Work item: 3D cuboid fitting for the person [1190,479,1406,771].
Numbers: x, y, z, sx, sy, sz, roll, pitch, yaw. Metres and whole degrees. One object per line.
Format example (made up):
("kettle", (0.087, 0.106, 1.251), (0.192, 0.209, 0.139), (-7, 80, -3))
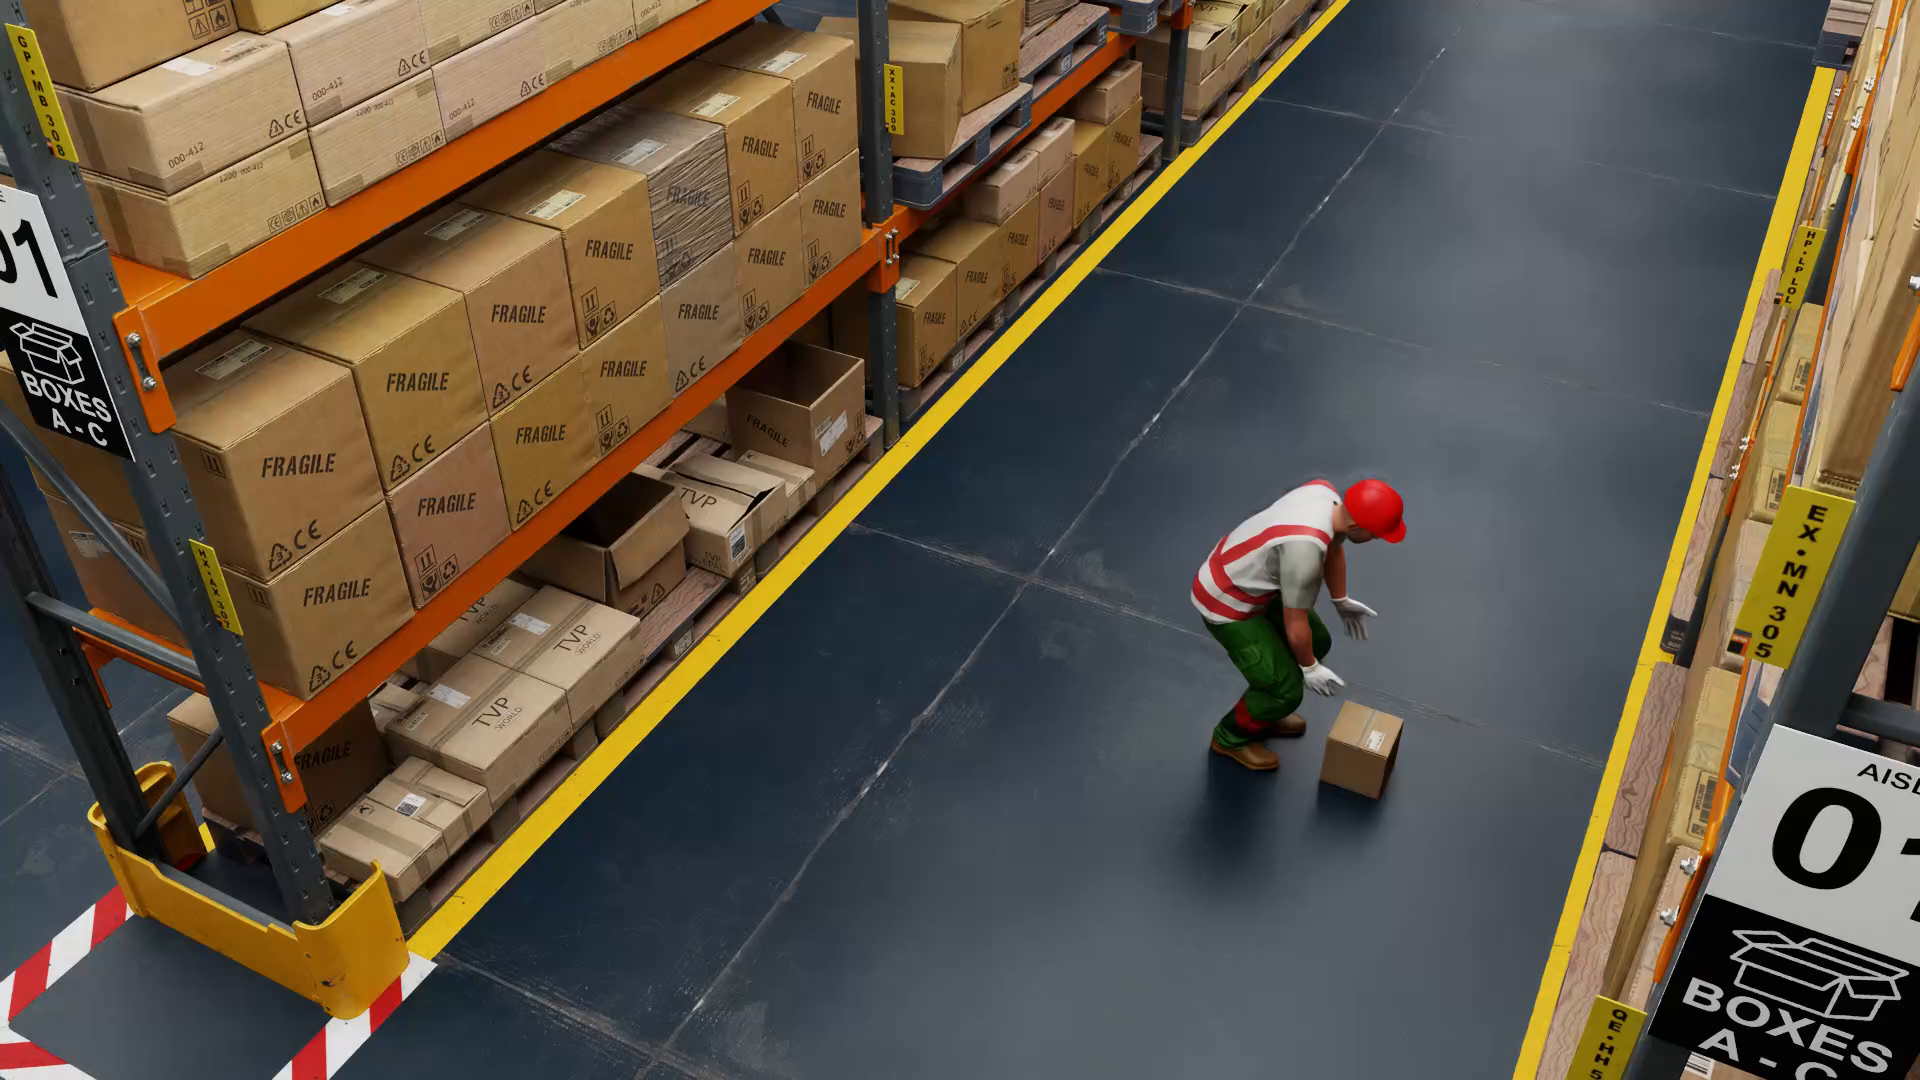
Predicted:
("person", (1.324, 0.280, 6.676), (0.766, 1.412, 0.584), (18, 41, 22))
